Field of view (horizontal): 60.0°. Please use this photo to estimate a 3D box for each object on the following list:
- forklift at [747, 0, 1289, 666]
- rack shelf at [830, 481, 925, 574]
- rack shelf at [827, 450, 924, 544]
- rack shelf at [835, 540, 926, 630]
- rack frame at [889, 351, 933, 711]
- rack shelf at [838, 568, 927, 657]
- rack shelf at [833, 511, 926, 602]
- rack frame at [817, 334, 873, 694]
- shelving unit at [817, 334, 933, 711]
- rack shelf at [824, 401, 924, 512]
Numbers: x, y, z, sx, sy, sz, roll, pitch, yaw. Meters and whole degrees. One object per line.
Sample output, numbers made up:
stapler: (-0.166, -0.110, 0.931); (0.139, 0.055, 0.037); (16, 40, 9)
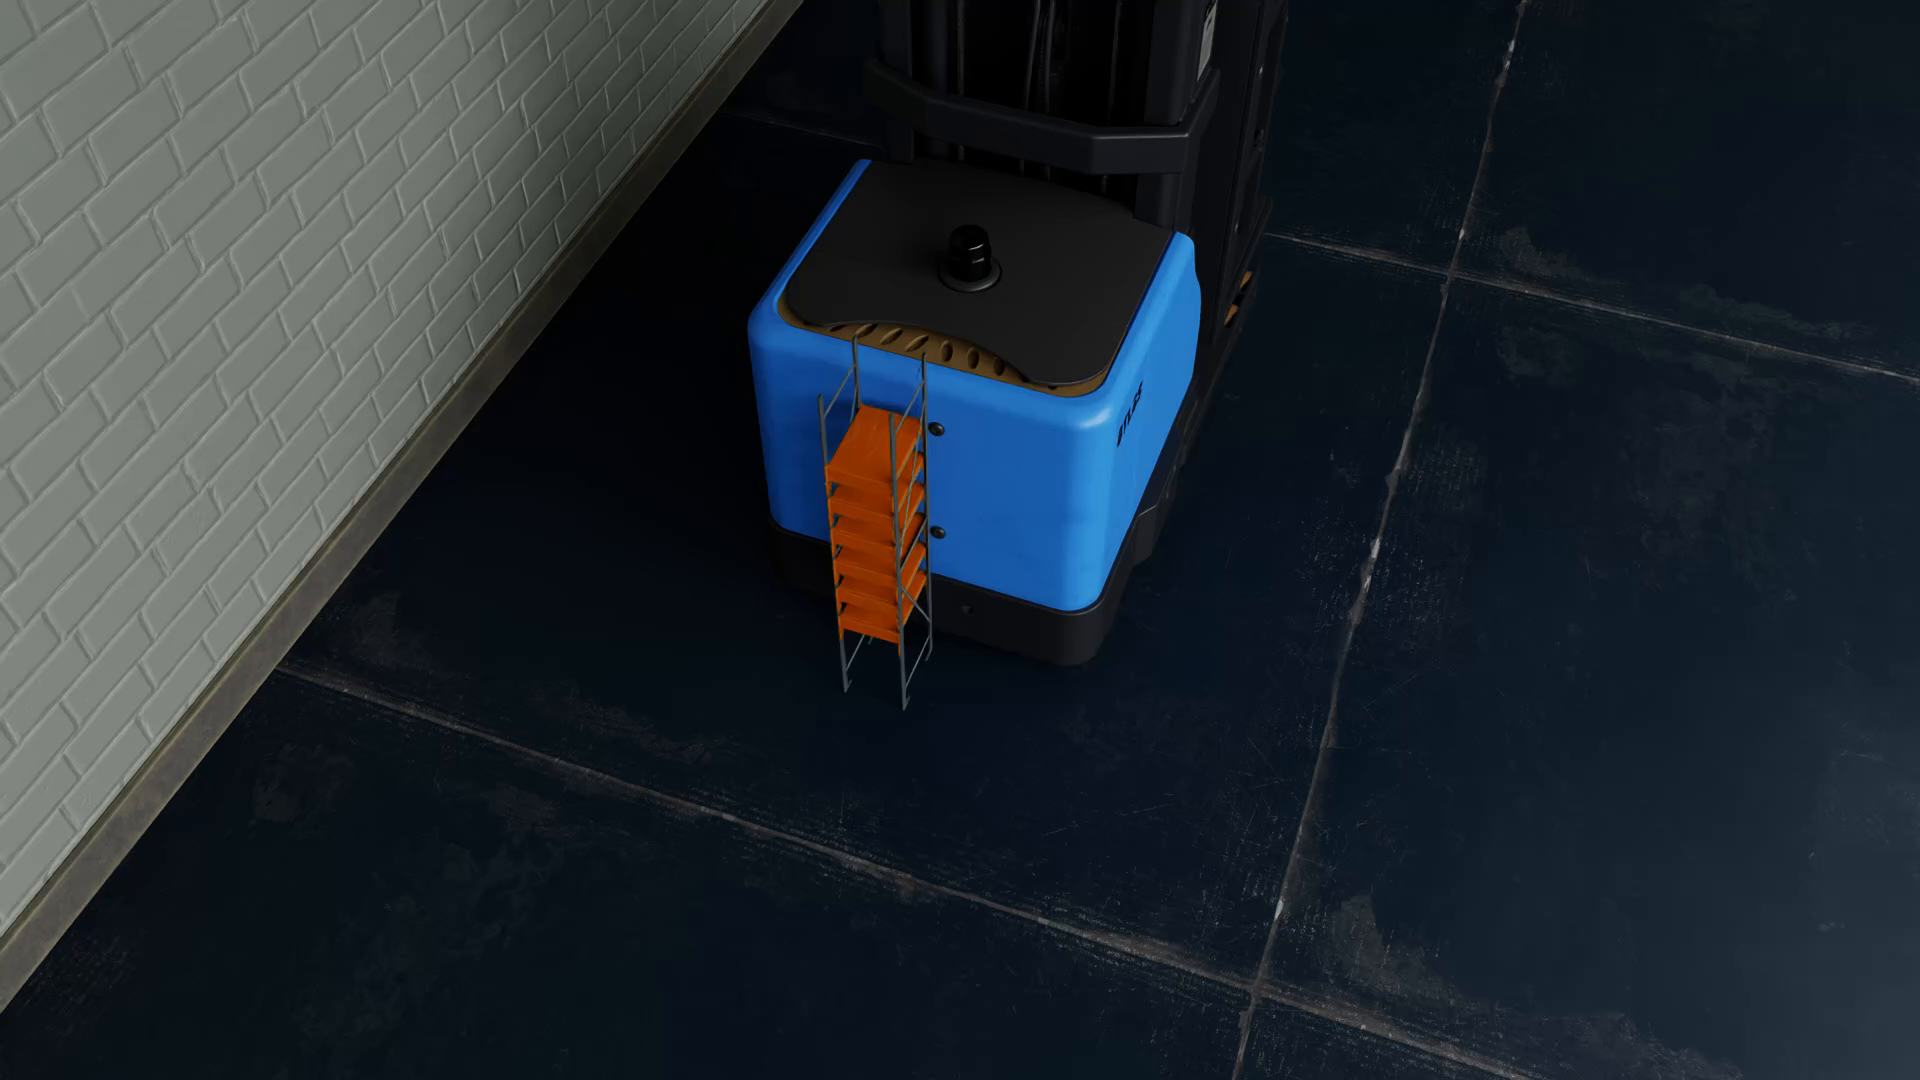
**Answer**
forklift: (0.424, -1.732, 4.812); (1.130, 2.935, 3.031); (16, 51, 14)
rack shelf: (-0.211, -0.056, 4.404); (0.180, 0.103, 0.258); (15, 51, 13)
rack shelf: (-0.211, -0.134, 4.314); (0.180, 0.103, 0.258); (15, 51, 13)
rack shelf: (-0.211, 0.101, 4.586); (0.180, 0.103, 0.258); (15, 51, 13)
rack frame: (-0.125, 0.017, 4.441); (0.006, 1.200, 0.240); (15, 51, 13)
rack shelf: (-0.211, 0.180, 4.676); (0.180, 0.103, 0.258); (15, 51, 13)
rack shelf: (-0.211, 0.023, 4.495); (0.180, 0.103, 0.258); (15, 51, 13)
rack frame: (-0.297, -0.030, 4.482); (0.006, 1.200, 0.240); (15, 51, 13)
shelving unit: (-0.211, -0.006, 4.462); (0.189, 1.200, 0.258); (15, 51, 13)
rack shelf: (-0.211, -0.213, 4.223); (0.180, 0.103, 0.258); (15, 51, 13)
